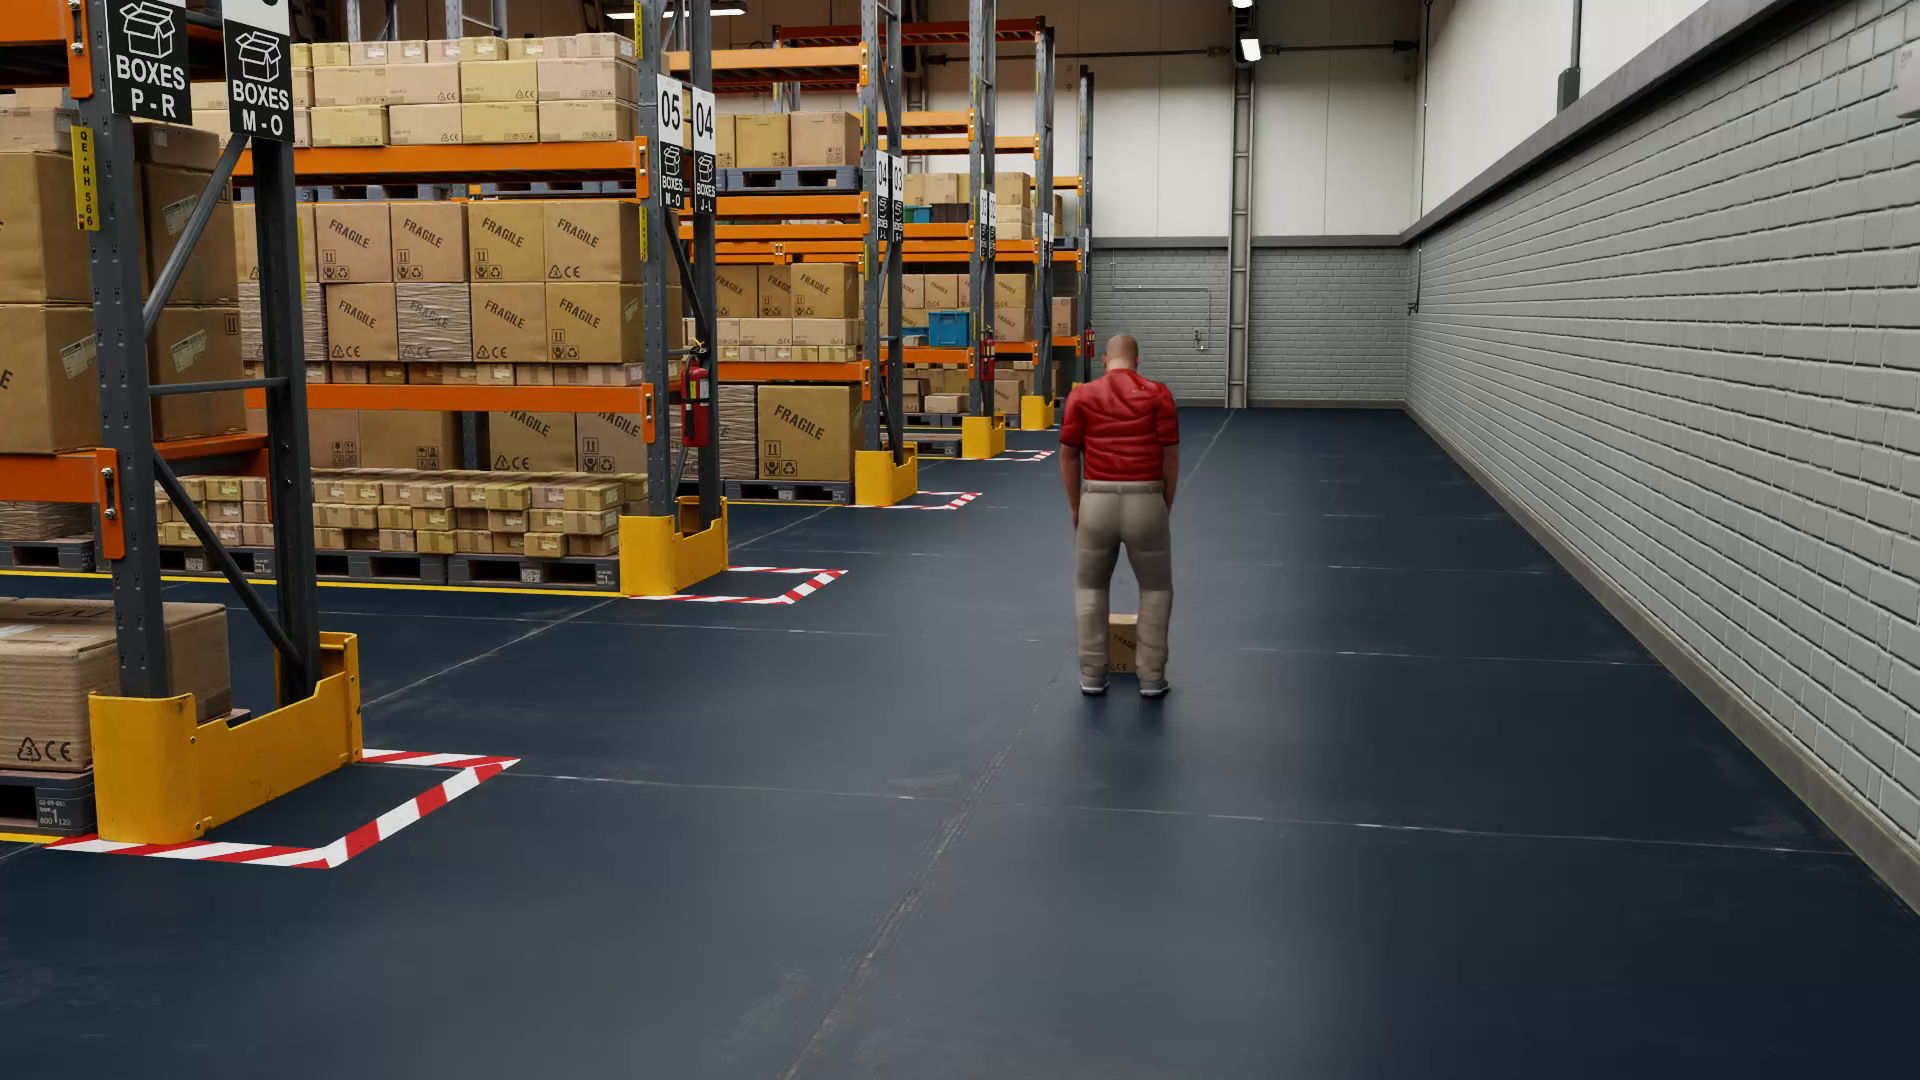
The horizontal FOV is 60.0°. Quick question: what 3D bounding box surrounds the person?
[{"bbox_3d":[0.739,-0.115,7.753,0.557,1.677,0.392,2,8,13],"label":"person"}]
